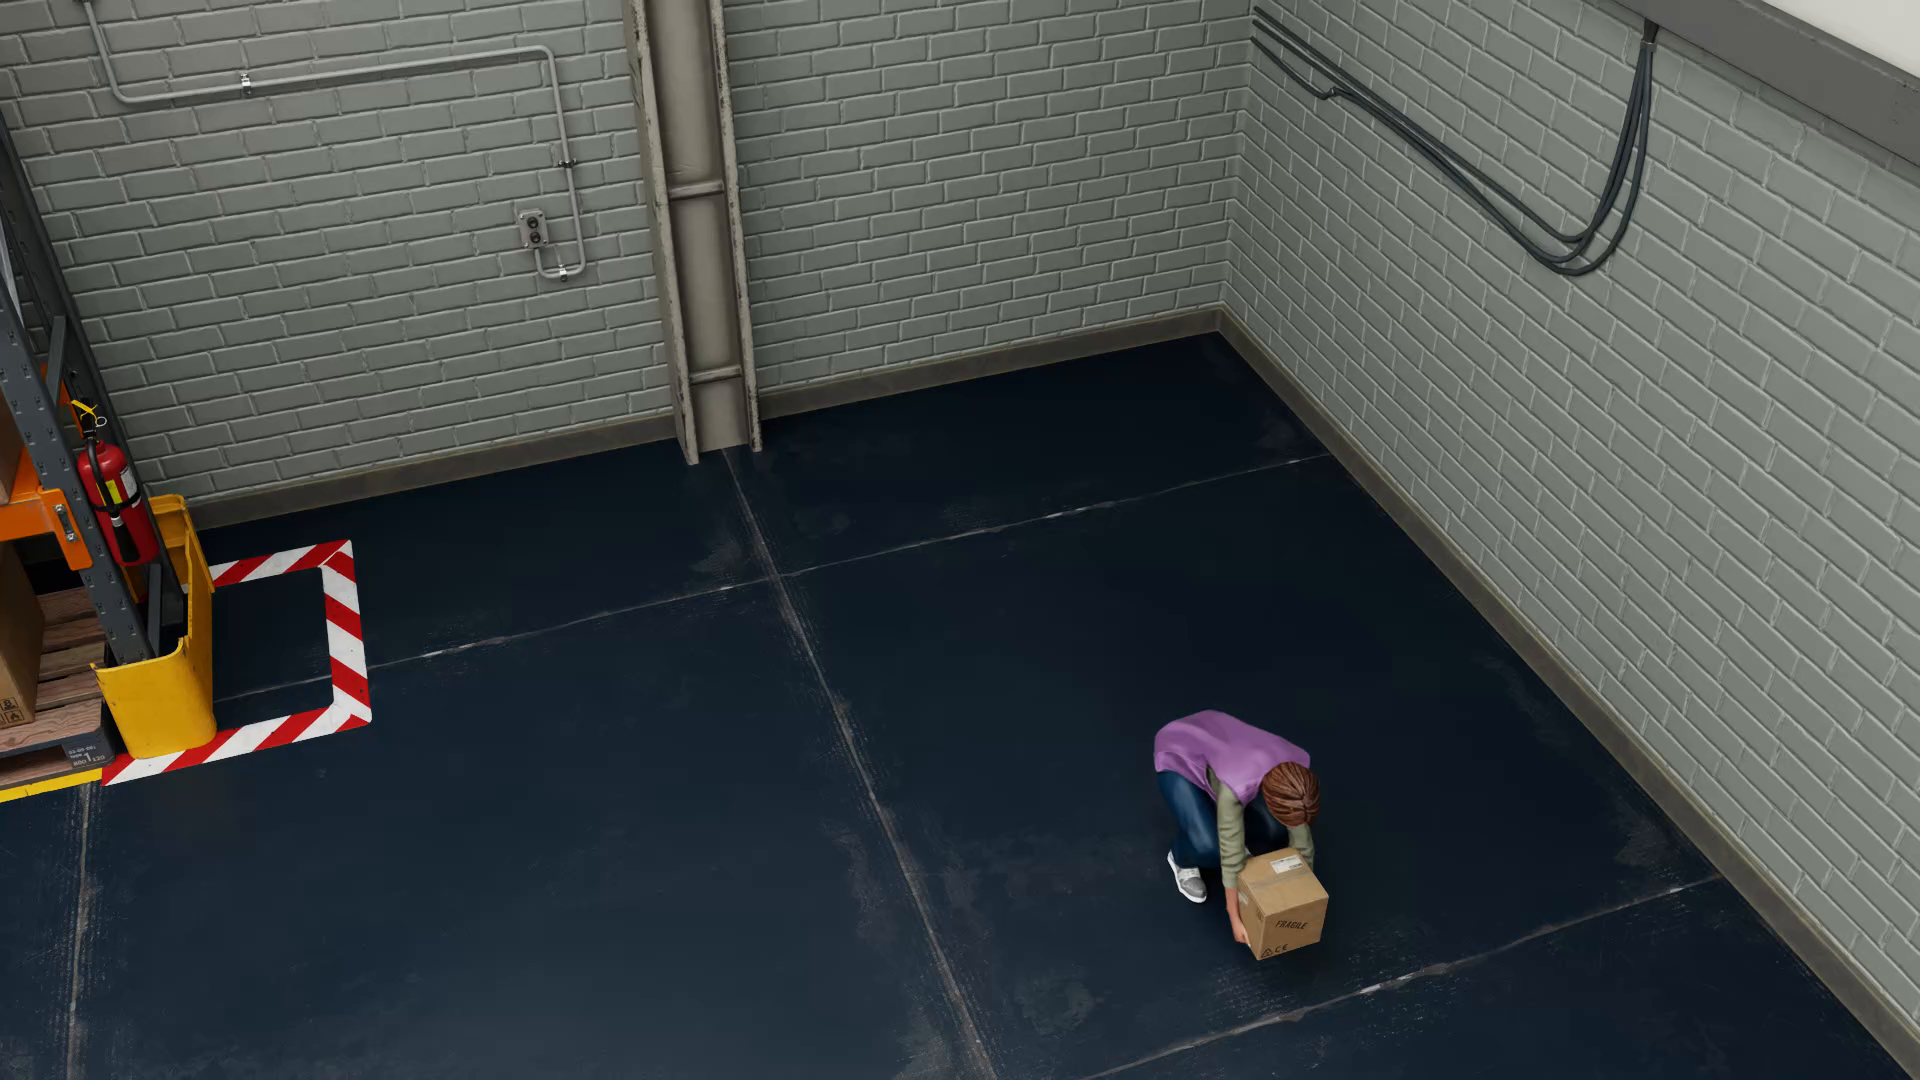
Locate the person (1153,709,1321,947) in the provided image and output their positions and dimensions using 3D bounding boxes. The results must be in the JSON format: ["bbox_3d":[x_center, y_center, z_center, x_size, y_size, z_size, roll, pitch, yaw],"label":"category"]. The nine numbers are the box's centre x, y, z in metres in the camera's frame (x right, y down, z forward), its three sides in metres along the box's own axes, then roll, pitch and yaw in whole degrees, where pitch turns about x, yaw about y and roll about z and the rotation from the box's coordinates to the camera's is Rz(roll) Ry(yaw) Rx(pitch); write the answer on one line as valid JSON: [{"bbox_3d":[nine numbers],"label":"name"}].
[{"bbox_3d":[1.012,0.999,6.099,0.417,0.890,0.849,-14,40,-17],"label":"person"}]
